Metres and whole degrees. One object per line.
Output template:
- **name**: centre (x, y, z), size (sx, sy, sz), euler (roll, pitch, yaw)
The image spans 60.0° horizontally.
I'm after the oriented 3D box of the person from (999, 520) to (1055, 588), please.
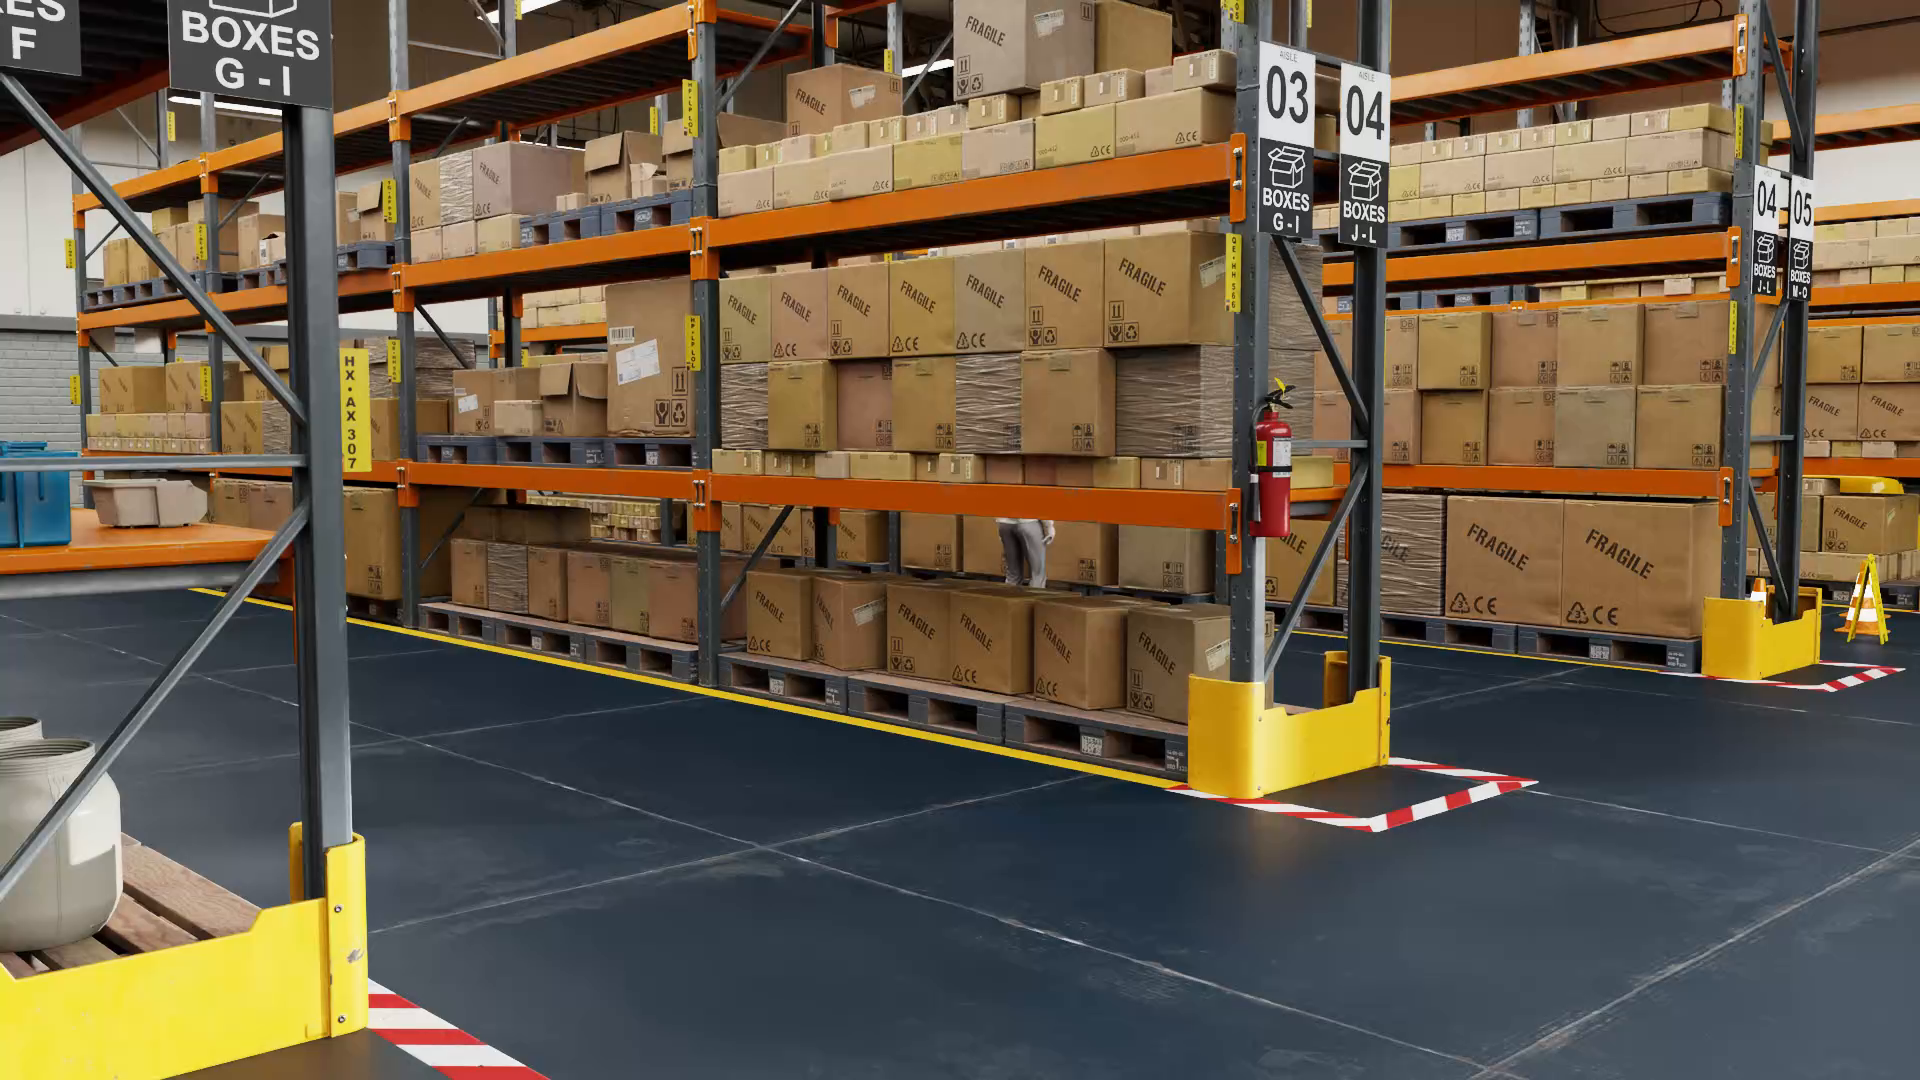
- **person**: centre (0.486, -0.136, 12.479), size (0.521, 1.603, 0.341), euler (4, 6, 44)
